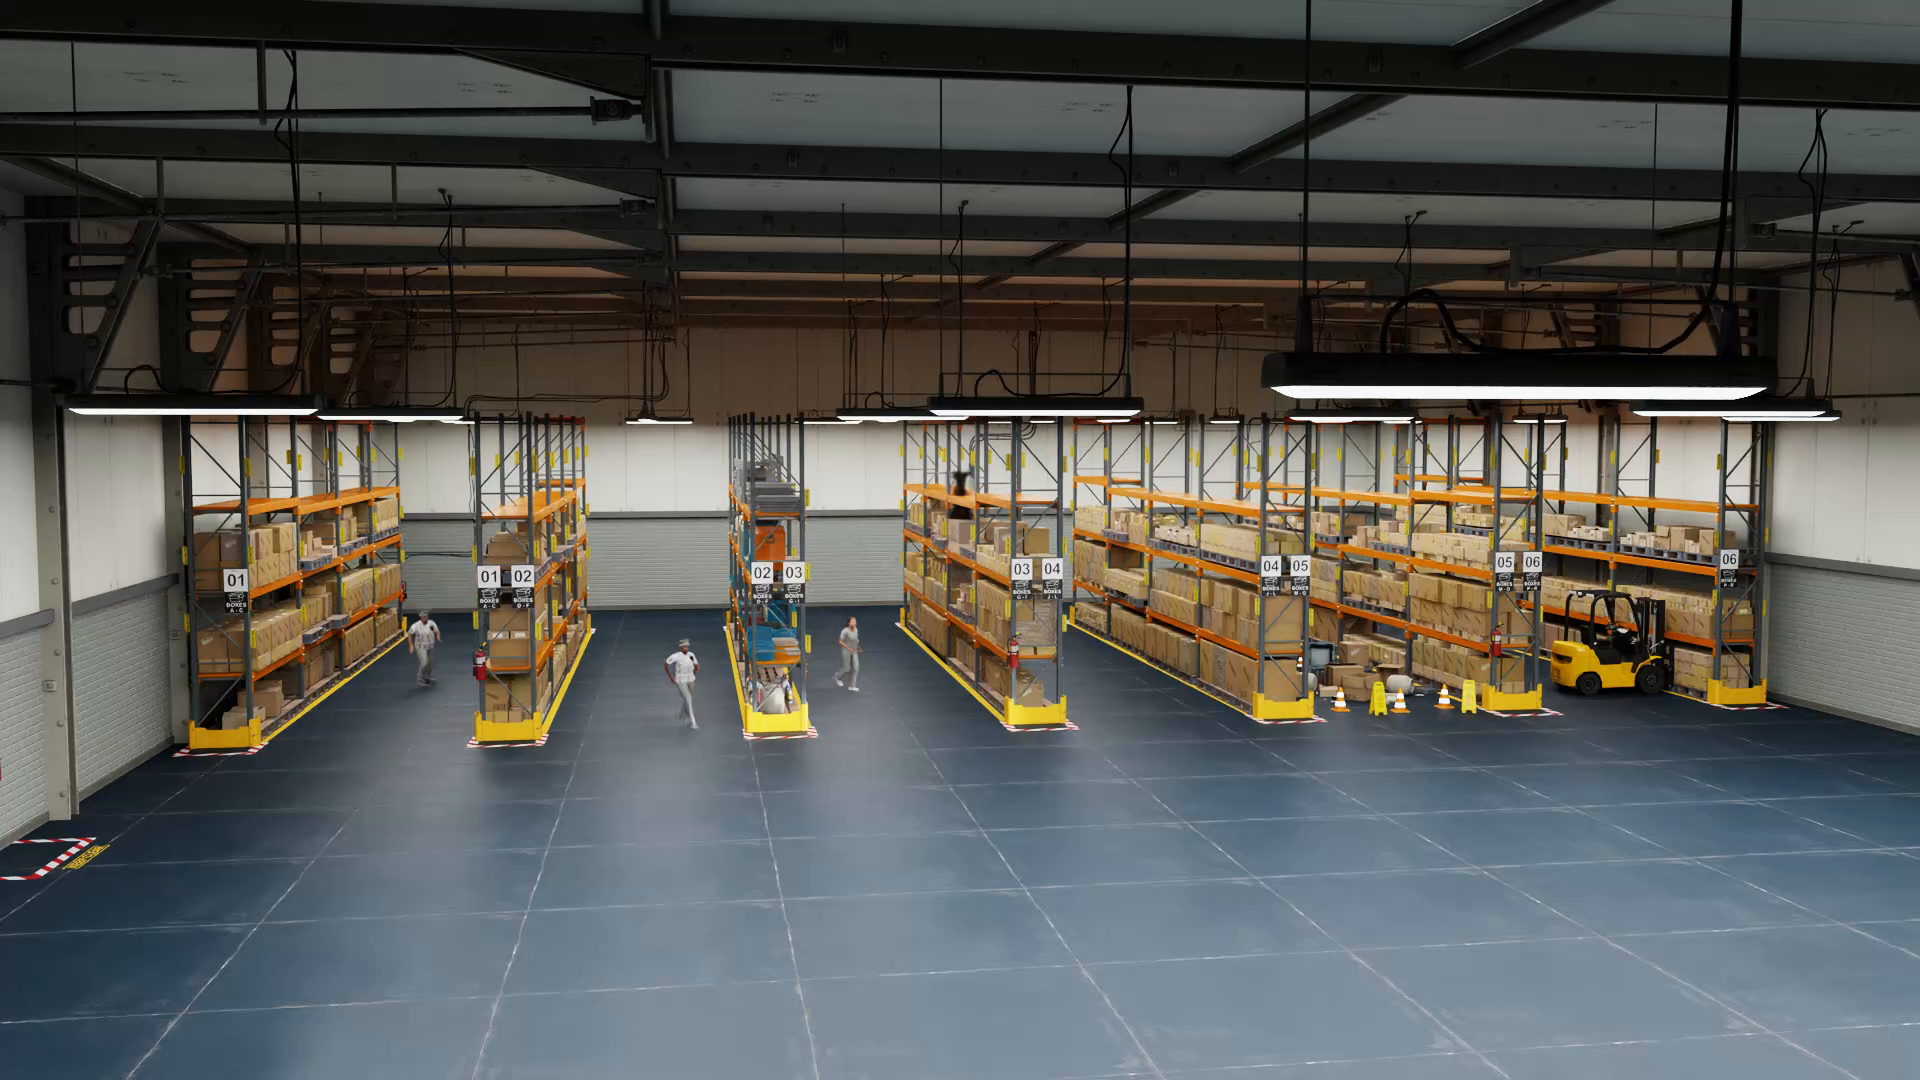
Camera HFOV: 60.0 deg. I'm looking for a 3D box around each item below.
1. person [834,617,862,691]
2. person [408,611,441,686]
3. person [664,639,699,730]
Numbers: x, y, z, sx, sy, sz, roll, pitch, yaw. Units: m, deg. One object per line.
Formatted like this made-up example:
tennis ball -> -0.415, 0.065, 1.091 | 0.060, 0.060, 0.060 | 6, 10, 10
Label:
person -> -2.466, 2.458, 36.194 | 0.545, 1.623, 0.789 | -3, 5, -38
person -> -11.833, 2.409, 36.957 | 0.832, 1.727, 0.665 | 3, 5, 36
person -> -5.264, 2.737, 31.665 | 0.660, 1.746, 0.774 | -3, 5, -39
